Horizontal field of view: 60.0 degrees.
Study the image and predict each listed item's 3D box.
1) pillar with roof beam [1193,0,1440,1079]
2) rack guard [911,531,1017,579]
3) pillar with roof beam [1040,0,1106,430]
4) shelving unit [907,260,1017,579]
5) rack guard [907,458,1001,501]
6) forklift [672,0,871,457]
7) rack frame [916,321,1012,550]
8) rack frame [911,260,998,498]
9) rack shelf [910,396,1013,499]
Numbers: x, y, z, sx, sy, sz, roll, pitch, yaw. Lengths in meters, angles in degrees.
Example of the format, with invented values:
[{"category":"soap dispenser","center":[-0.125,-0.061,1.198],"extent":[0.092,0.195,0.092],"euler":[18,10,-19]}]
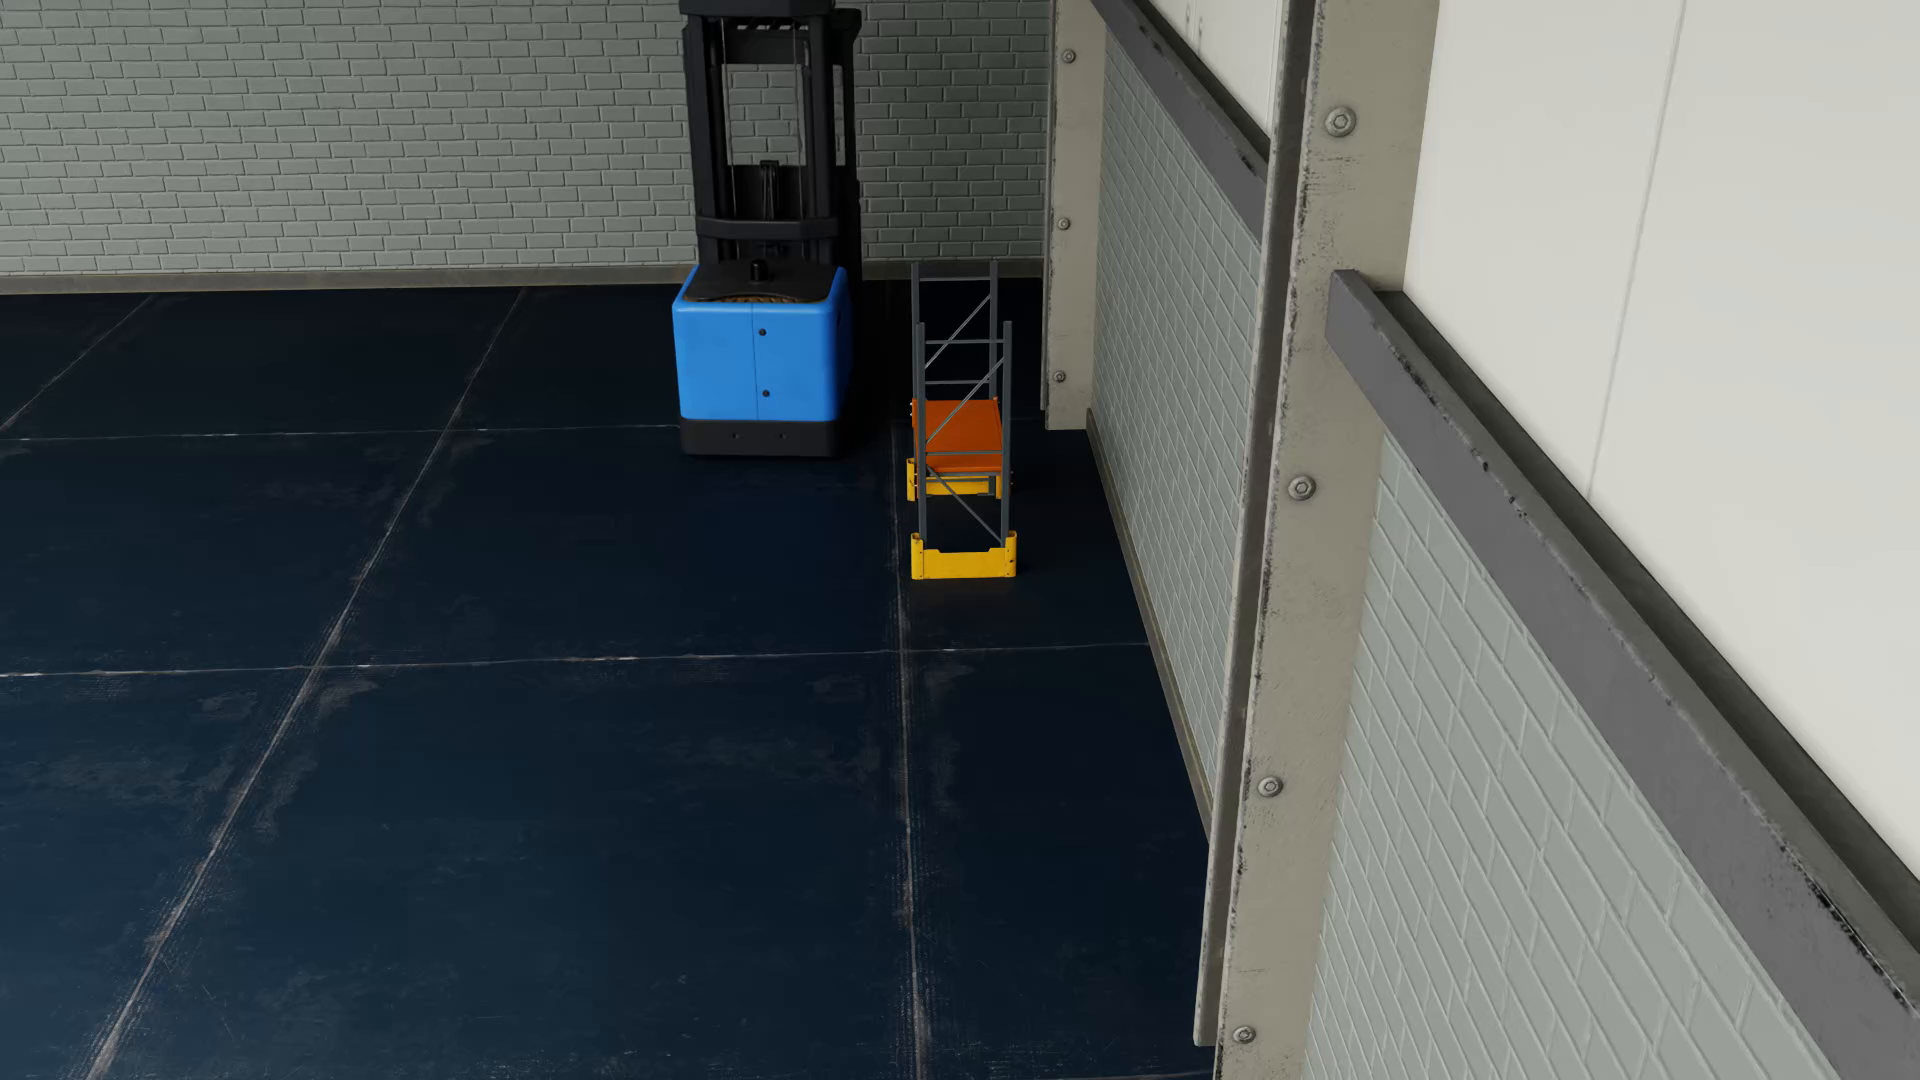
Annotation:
[{"category":"pillar with roof beam","center":[-3.266,-1.951,3.759],"extent":[9.100,9.000,0.400],"euler":[-1,28,-3]},{"category":"rack guard","center":[0.022,0.084,9.319],"extent":[0.587,0.250,0.087],"euler":[-1,28,-3]},{"category":"pillar with roof beam","center":[-3.579,-4.722,9.072],"extent":[9.100,9.000,0.400],"euler":[-1,28,-3]},{"category":"shelving unit","center":[-0.004,-0.700,9.471],"extent":[0.587,1.500,1.083],"euler":[-1,28,-3]},{"category":"rack guard","center":[-0.030,-0.376,10.201],"extent":[0.587,0.250,0.087],"euler":[-1,28,-3]},{"category":"forklift","center":[-1.223,-2.474,11.324],"extent":[1.130,2.935,3.031],"euler":[1,28,2]},{"category":"rack frame","center":[0.022,-0.470,9.029],"extent":[0.500,1.500,0.032],"euler":[-1,28,-3]},{"category":"rack frame","center":[-0.031,-0.939,9.929],"extent":[0.500,1.500,0.032],"euler":[-1,28,-3]},{"category":"rack shelf","center":[-0.004,-0.545,9.562],"extent":[0.538,0.185,1.000],"euler":[-1,28,-3]}]
